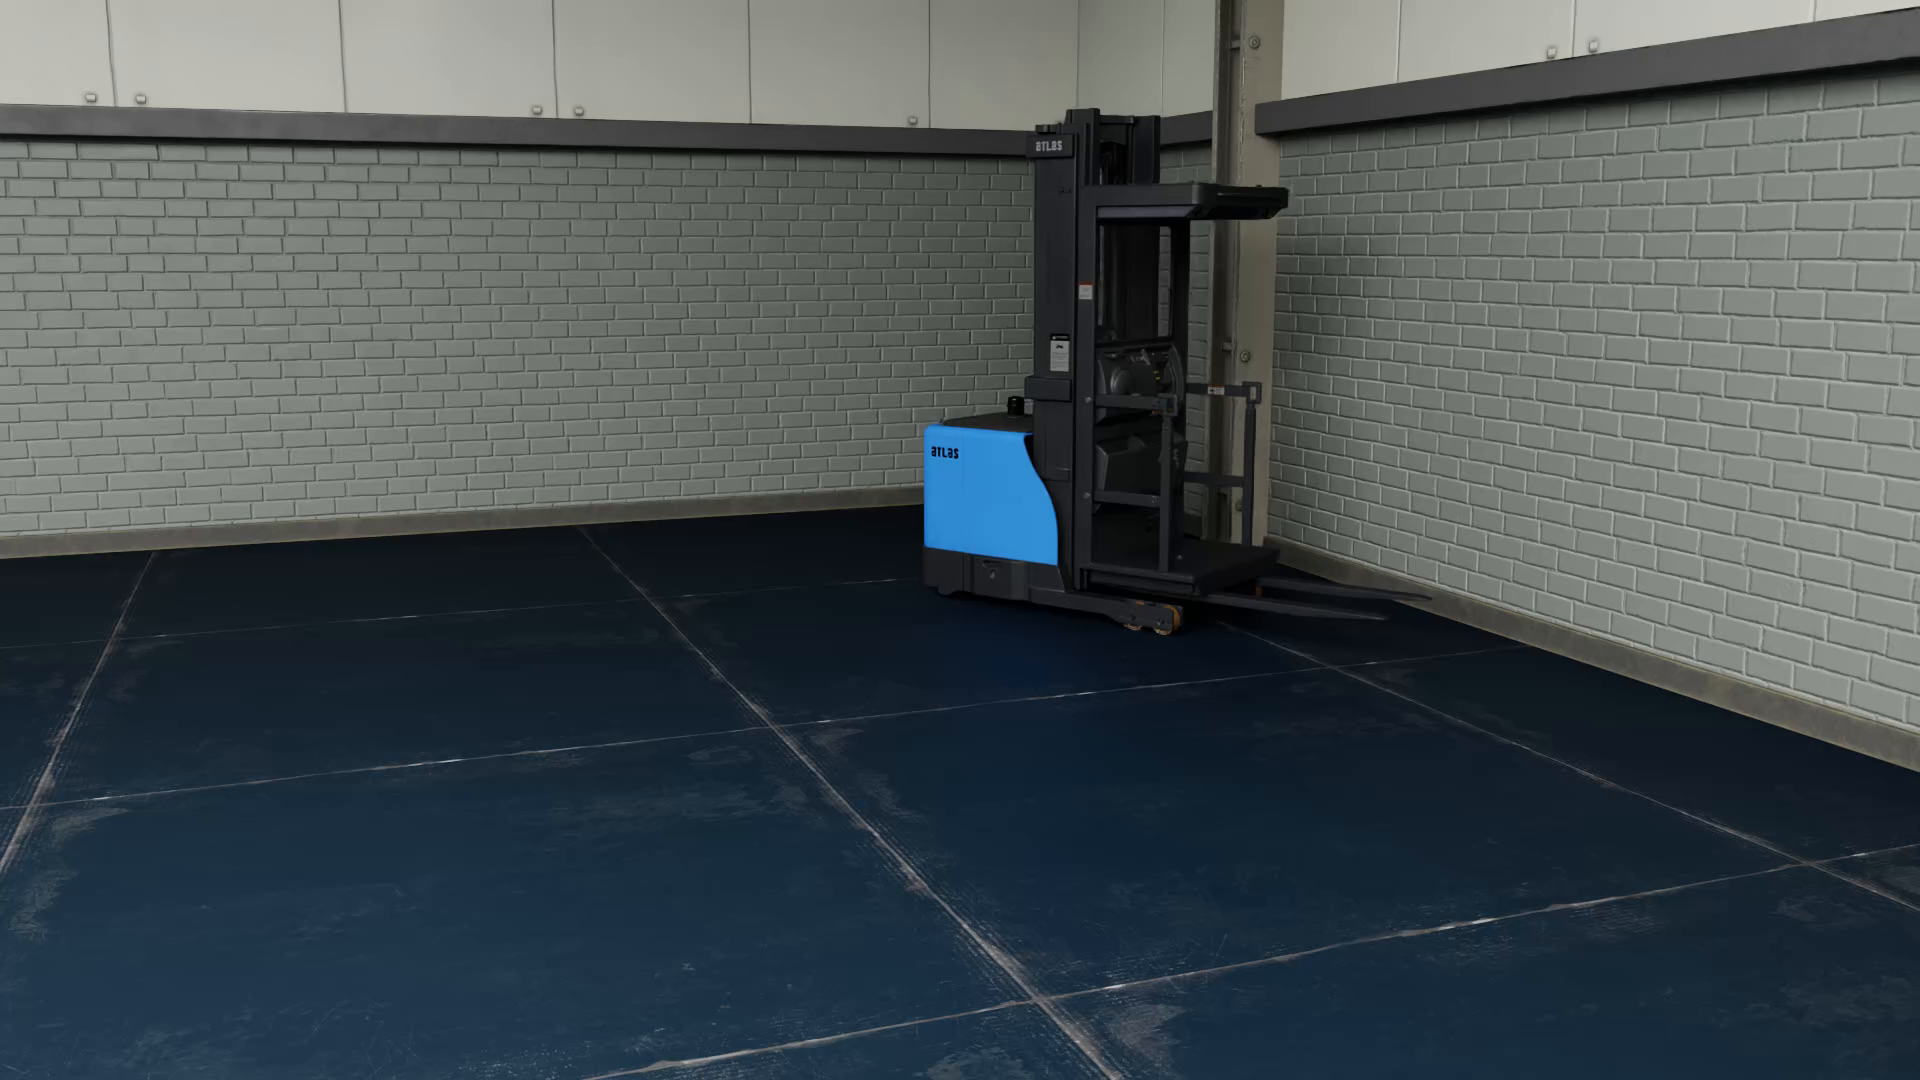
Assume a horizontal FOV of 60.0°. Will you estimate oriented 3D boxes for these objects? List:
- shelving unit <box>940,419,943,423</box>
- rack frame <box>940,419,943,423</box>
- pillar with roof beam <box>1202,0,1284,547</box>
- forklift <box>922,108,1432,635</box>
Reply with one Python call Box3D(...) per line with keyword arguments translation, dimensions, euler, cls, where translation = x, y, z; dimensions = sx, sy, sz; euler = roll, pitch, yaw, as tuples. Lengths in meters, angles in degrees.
Box3D(translation=(0.003, -0.442, 12.334), dimensions=(0.258, 0.900, 0.210), euler=(-4, 11, -21), cls="shelving unit")
Box3D(translation=(-0.034, -0.458, 12.427), dimensions=(0.240, 0.900, 0.006), euler=(-4, 11, -21), cls="rack frame")
Box3D(translation=(-2.061, -4.057, 9.532), dimensions=(9.100, 9.000, 0.400), euler=(-4, 11, -21), cls="pillar with roof beam")
Box3D(translation=(1.240, -1.011, 9.733), dimensions=(3.031, 2.935, 1.130), euler=(8, 13, 36), cls="forklift")
